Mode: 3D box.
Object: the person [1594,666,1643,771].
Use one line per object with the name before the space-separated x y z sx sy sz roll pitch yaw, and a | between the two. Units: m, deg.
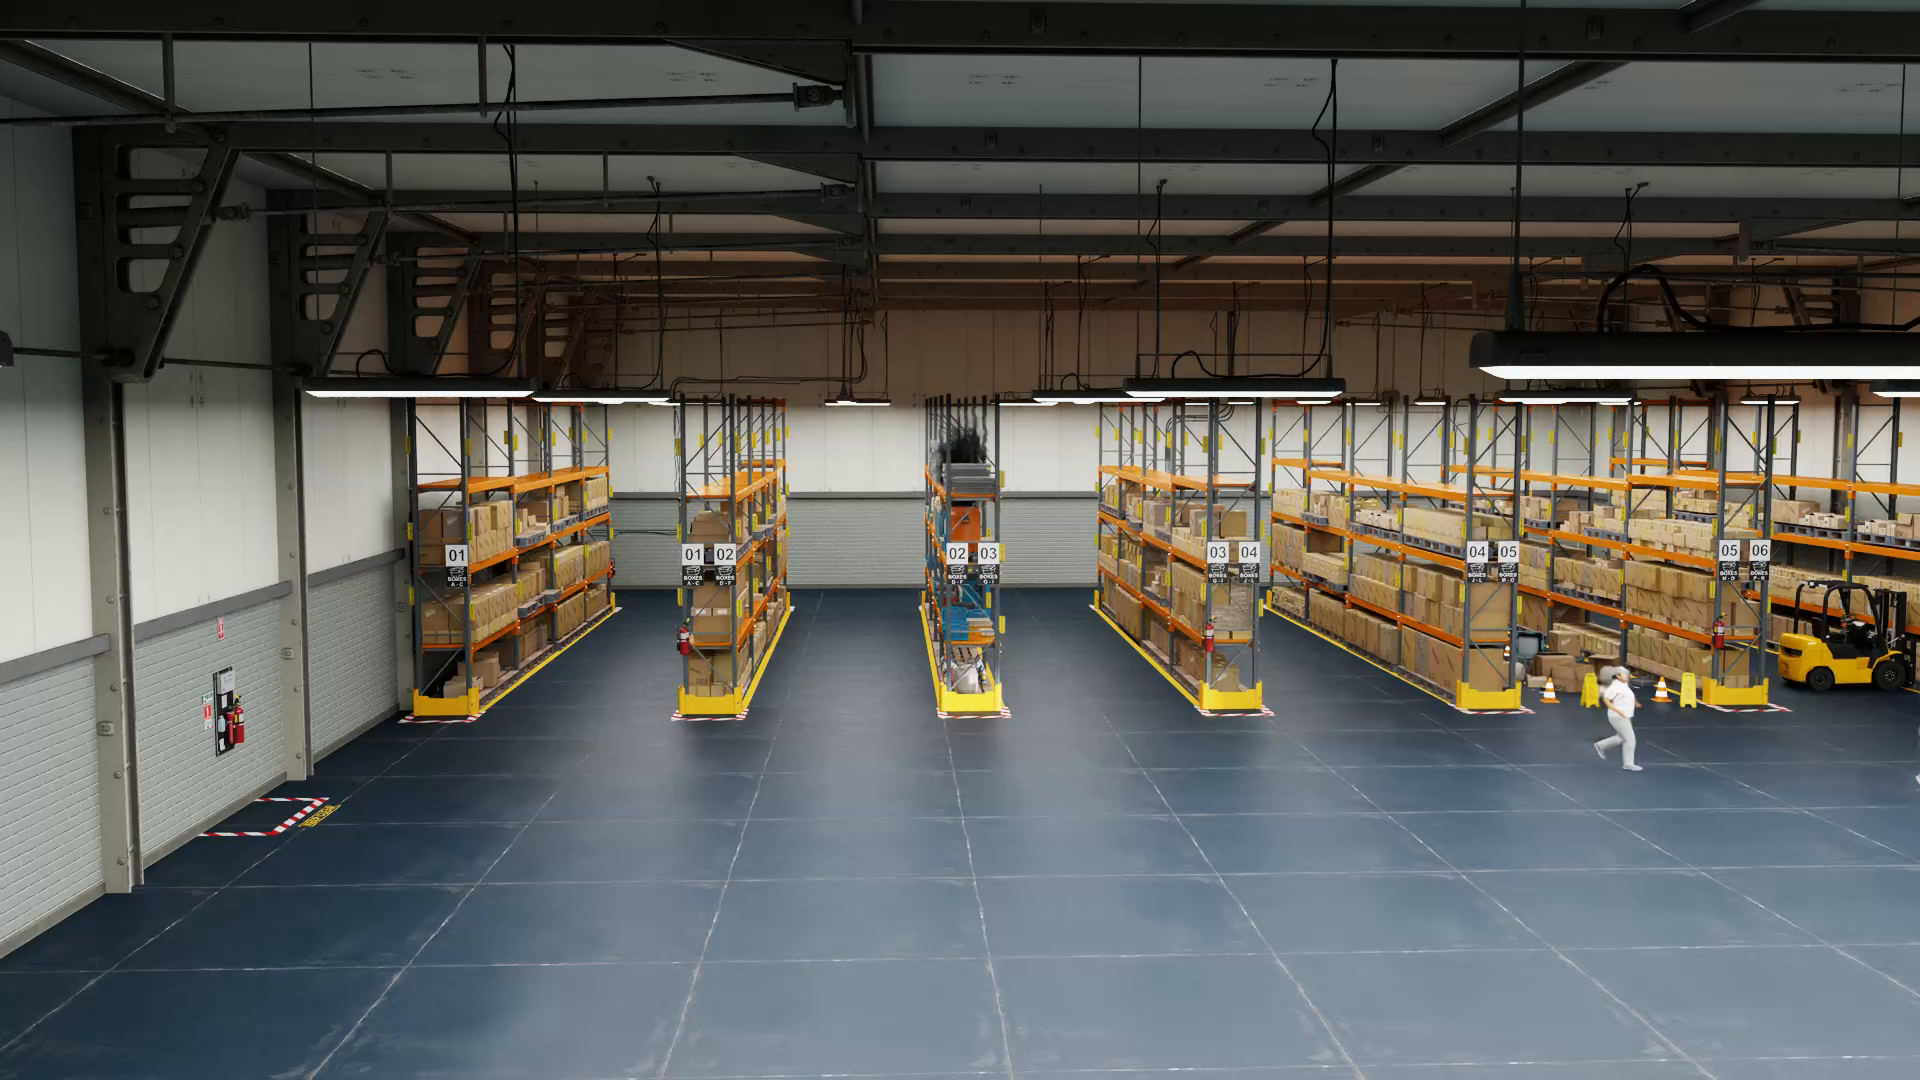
person | 10.483 2.817 26.448 0.784 1.632 0.620 3 6 37
